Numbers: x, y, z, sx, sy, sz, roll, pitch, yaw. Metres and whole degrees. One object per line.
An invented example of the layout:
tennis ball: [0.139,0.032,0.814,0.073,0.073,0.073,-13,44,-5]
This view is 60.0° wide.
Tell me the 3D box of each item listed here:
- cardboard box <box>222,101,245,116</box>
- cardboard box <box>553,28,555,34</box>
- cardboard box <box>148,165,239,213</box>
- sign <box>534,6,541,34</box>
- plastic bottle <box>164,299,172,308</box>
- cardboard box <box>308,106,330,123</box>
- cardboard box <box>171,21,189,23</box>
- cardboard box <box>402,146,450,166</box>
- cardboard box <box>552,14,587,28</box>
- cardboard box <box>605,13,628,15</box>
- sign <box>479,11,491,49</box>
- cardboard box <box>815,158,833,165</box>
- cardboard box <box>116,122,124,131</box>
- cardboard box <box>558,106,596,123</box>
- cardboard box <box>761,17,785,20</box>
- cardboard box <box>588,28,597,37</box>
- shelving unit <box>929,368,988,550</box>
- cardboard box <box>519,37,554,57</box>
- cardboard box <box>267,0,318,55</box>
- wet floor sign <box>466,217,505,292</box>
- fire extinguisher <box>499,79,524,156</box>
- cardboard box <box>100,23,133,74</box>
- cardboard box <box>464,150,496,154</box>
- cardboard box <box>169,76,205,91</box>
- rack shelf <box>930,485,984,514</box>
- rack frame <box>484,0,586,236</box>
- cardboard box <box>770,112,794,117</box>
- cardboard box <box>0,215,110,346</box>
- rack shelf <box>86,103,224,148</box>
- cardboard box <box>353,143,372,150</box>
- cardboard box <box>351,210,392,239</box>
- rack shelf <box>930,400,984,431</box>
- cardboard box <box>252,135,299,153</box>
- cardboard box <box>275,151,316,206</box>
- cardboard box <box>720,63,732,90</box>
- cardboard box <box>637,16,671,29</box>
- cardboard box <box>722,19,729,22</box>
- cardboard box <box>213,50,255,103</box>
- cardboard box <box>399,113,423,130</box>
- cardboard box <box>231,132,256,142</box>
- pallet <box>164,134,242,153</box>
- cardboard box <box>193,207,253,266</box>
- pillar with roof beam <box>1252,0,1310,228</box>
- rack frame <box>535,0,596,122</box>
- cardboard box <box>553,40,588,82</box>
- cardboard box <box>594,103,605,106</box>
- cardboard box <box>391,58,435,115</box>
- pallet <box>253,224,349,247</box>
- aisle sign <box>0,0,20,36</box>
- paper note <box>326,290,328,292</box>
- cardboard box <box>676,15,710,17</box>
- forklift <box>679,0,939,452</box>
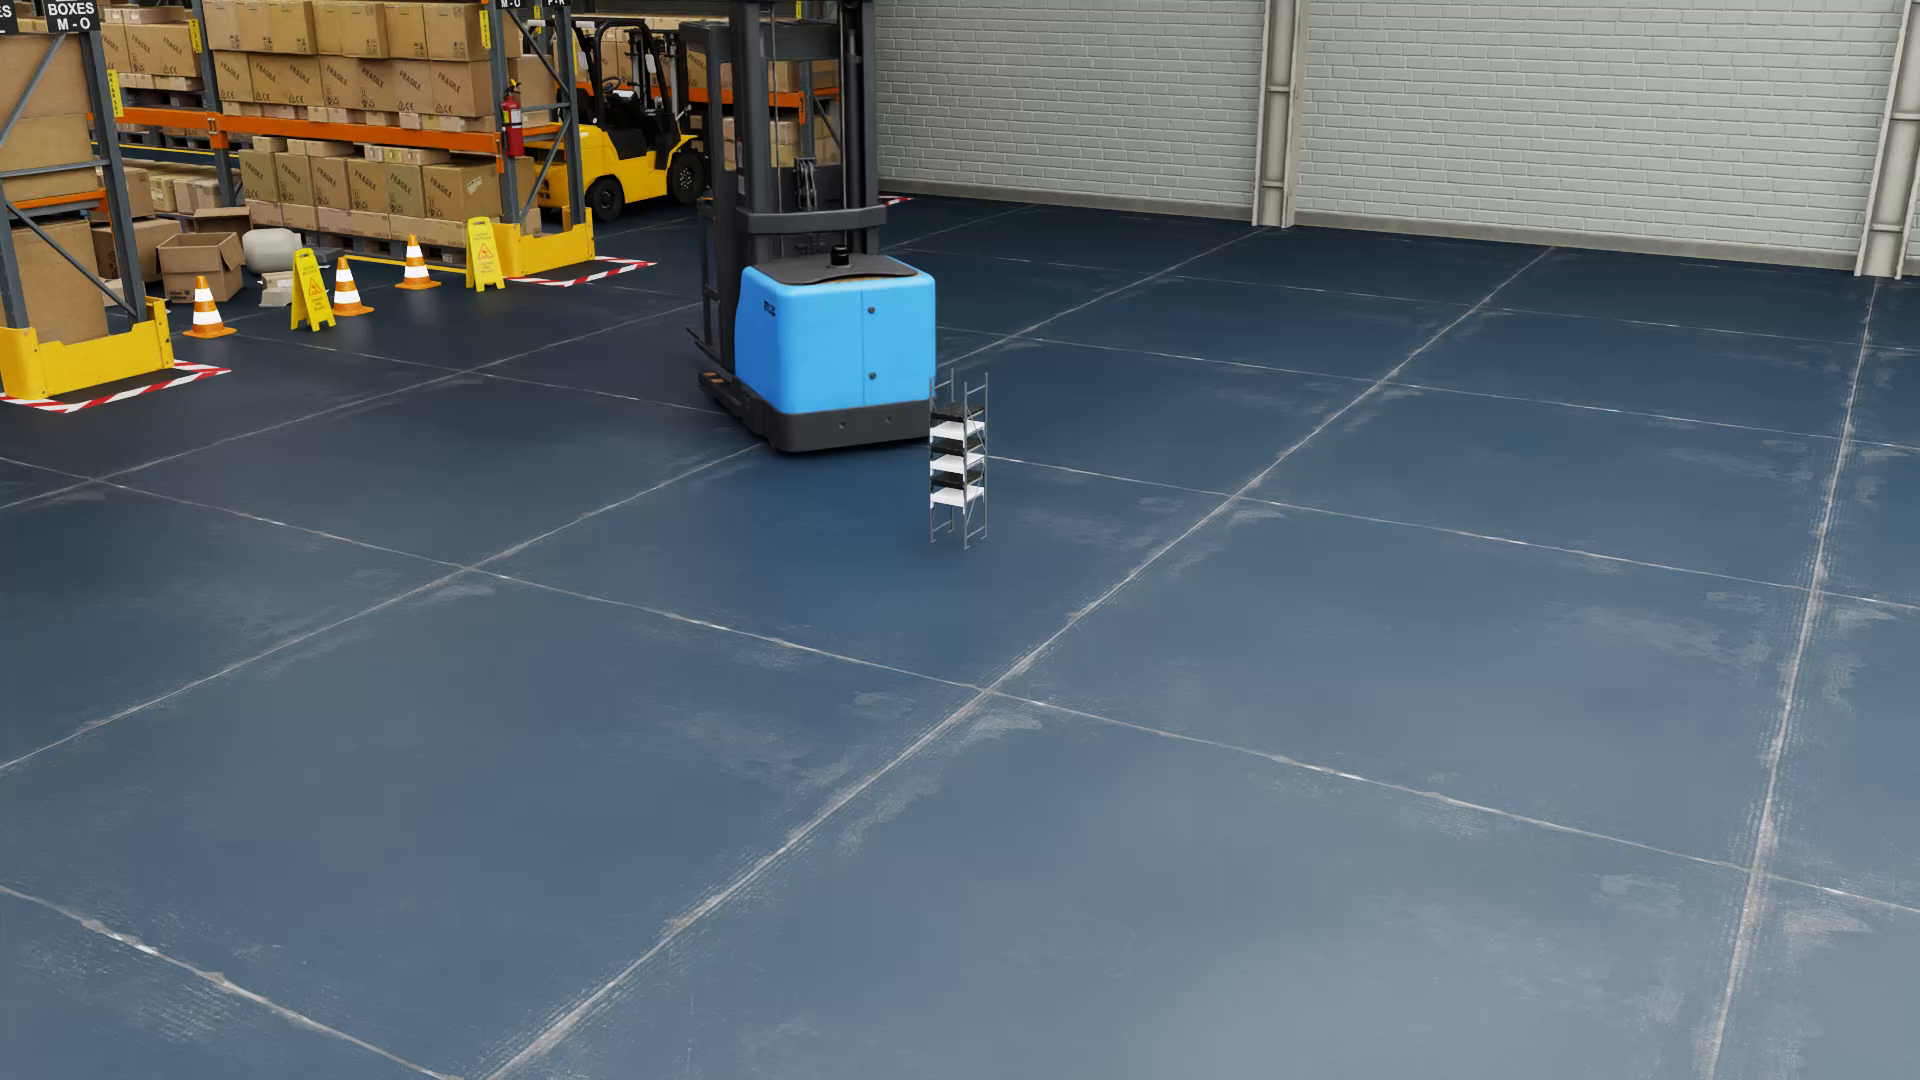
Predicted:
cardboard box: [-7.364,-4.467,17.150,0.250,0.149,0.380,11,23,27]
cardboard box: [-5.267,-6.686,21.800,0.250,0.149,0.380,10,22,26]
cardboard box: [-8.571,-3.900,18.457,0.625,0.372,0.950,12,23,31]
sign: [-5.321,-6.556,20.957,0.005,0.325,0.100,11,23,27]
plastic bottle: [-7.010,-2.056,14.442,0.283,0.061,0.133,3,20,9]
cardboard box: [-6.252,-4.252,16.556,0.250,0.149,0.380,11,23,28]
cardboard box: [-8.189,-5.364,18.055,0.500,0.500,0.500,11,23,27]
cardboard box: [-5.170,-3.727,16.106,0.250,0.149,0.380,12,23,29]
cardboard box: [-4.931,-6.562,21.022,0.250,0.149,0.380,11,23,28]
cardboard box: [-4.440,-6.686,21.364,0.250,0.149,0.380,10,22,26]
sign: [-4.279,-4.599,14.983,0.005,0.325,0.100,11,23,27]
cardboard box: [-1.906,-4.591,20.539,0.500,0.250,0.500,11,23,28]
cardboard box: [-12.990,-6.519,25.831,0.258,0.266,0.396,12,23,29]
cardboard box: [-4.796,-5.413,21.338,0.500,0.250,0.500,10,22,26]
cardboard box: [-2.211,-6.251,20.164,0.250,0.149,0.380,11,23,28]
cardboard box: [-4.447,-6.355,20.887,0.250,0.149,0.380,11,23,27]
shelving unit: [-0.007,-0.424,8.715,0.210,0.900,0.258,11,23,27]
cardboard box: [-5.618,-6.382,21.546,0.500,0.250,0.500,10,22,26]
cardboard box: [-6.344,-5.069,16.392,0.500,0.500,0.700,10,22,26]
wet floor sign: [-4.346,-2.611,15.117,0.267,0.644,0.232,-16,26,-38]
fire extinguisher: [-4.115,-3.876,15.264,0.183,0.674,0.296,11,23,27]
cardboard box: [-8.879,-5.296,17.867,0.500,0.500,0.500,12,23,29]
cardboard box: [-6.200,-5.507,22.516,0.625,0.625,0.875,11,22,27]
cardboard box: [-8.066,-4.816,17.496,0.250,0.149,0.380,11,23,28]
rack shelf: [-0.007,-0.224,8.788,0.200,0.077,0.258,11,23,27]
rack frame: [-3.990,-4.068,15.681,0.127,3.000,1.000,11,23,27]
cardboard box: [-2.338,-5.140,20.585,0.500,0.250,0.500,11,23,27]
cardboard box: [-6.940,-1.869,12.120,0.875,0.875,0.875,11,23,28]
rack shelf: [-9.228,-4.728,18.555,4.000,0.370,1.077,11,23,27]
cardboard box: [-6.390,-3.888,17.502,0.500,0.500,0.500,11,23,28]
cardboard box: [-5.735,-3.201,16.708,0.500,0.250,0.500,10,22,25]
rack shelf: [-0.007,-0.647,8.635,0.200,0.077,0.258,11,23,27]
cardboard box: [-7.019,-4.078,17.075,0.250,0.149,0.380,11,23,28]
cardboard box: [-6.626,-3.727,17.056,0.500,0.500,0.500,12,23,29]
cardboard box: [-2.579,-5.686,19.995,0.500,0.500,0.500,12,23,29]
cardboard box: [-3.768,-6.371,20.497,0.250,0.149,0.380,11,23,27]
cardboard box: [-2.642,-6.166,19.930,0.250,0.149,0.380,11,23,28]
cardboard box: [-7.234,-4.764,17.017,0.500,0.500,0.500,11,23,27]
cardboard box: [-5.149,-4.040,15.973,0.250,0.149,0.380,11,23,28]
cardboard box: [-10.384,-6.159,24.495,0.500,0.500,0.500,10,22,25]
pallet: [-11.321,-6.107,25.392,1.213,0.211,1.003,11,23,27]
cardboard box: [-7.211,-2.976,16.333,0.500,0.500,0.500,-7,21,-20]
pillar with roof beam: [1.397,-6.471,13.509,0.400,9.000,9.100,11,23,27]
rack frame: [-5.065,-6.212,21.590,0.127,3.000,1.000,11,23,27]
cardboard box: [-4.805,-6.107,21.156,0.500,0.500,0.500,10,22,26]
cardboard box: [-4.541,-5.562,21.750,0.500,0.250,0.500,11,23,28]
cardboard box: [-5.033,-4.348,15.869,0.500,0.500,0.500,11,23,27]
pallet: [-6.879,-3.321,17.712,1.213,0.211,1.003,11,23,27]
aisle sign: [-6.401,-3.699,10.850,0.004,0.787,0.394,11,23,27]
paper note: [-5.786,-2.237,14.987,0.142,0.019,0.148,3,20,9]
cardboard box: [-3.331,-6.466,20.758,0.250,0.149,0.380,12,23,29]
forklift: [-1.185,-2.378,11.123,1.130,2.935,3.031,-8,22,-22]
